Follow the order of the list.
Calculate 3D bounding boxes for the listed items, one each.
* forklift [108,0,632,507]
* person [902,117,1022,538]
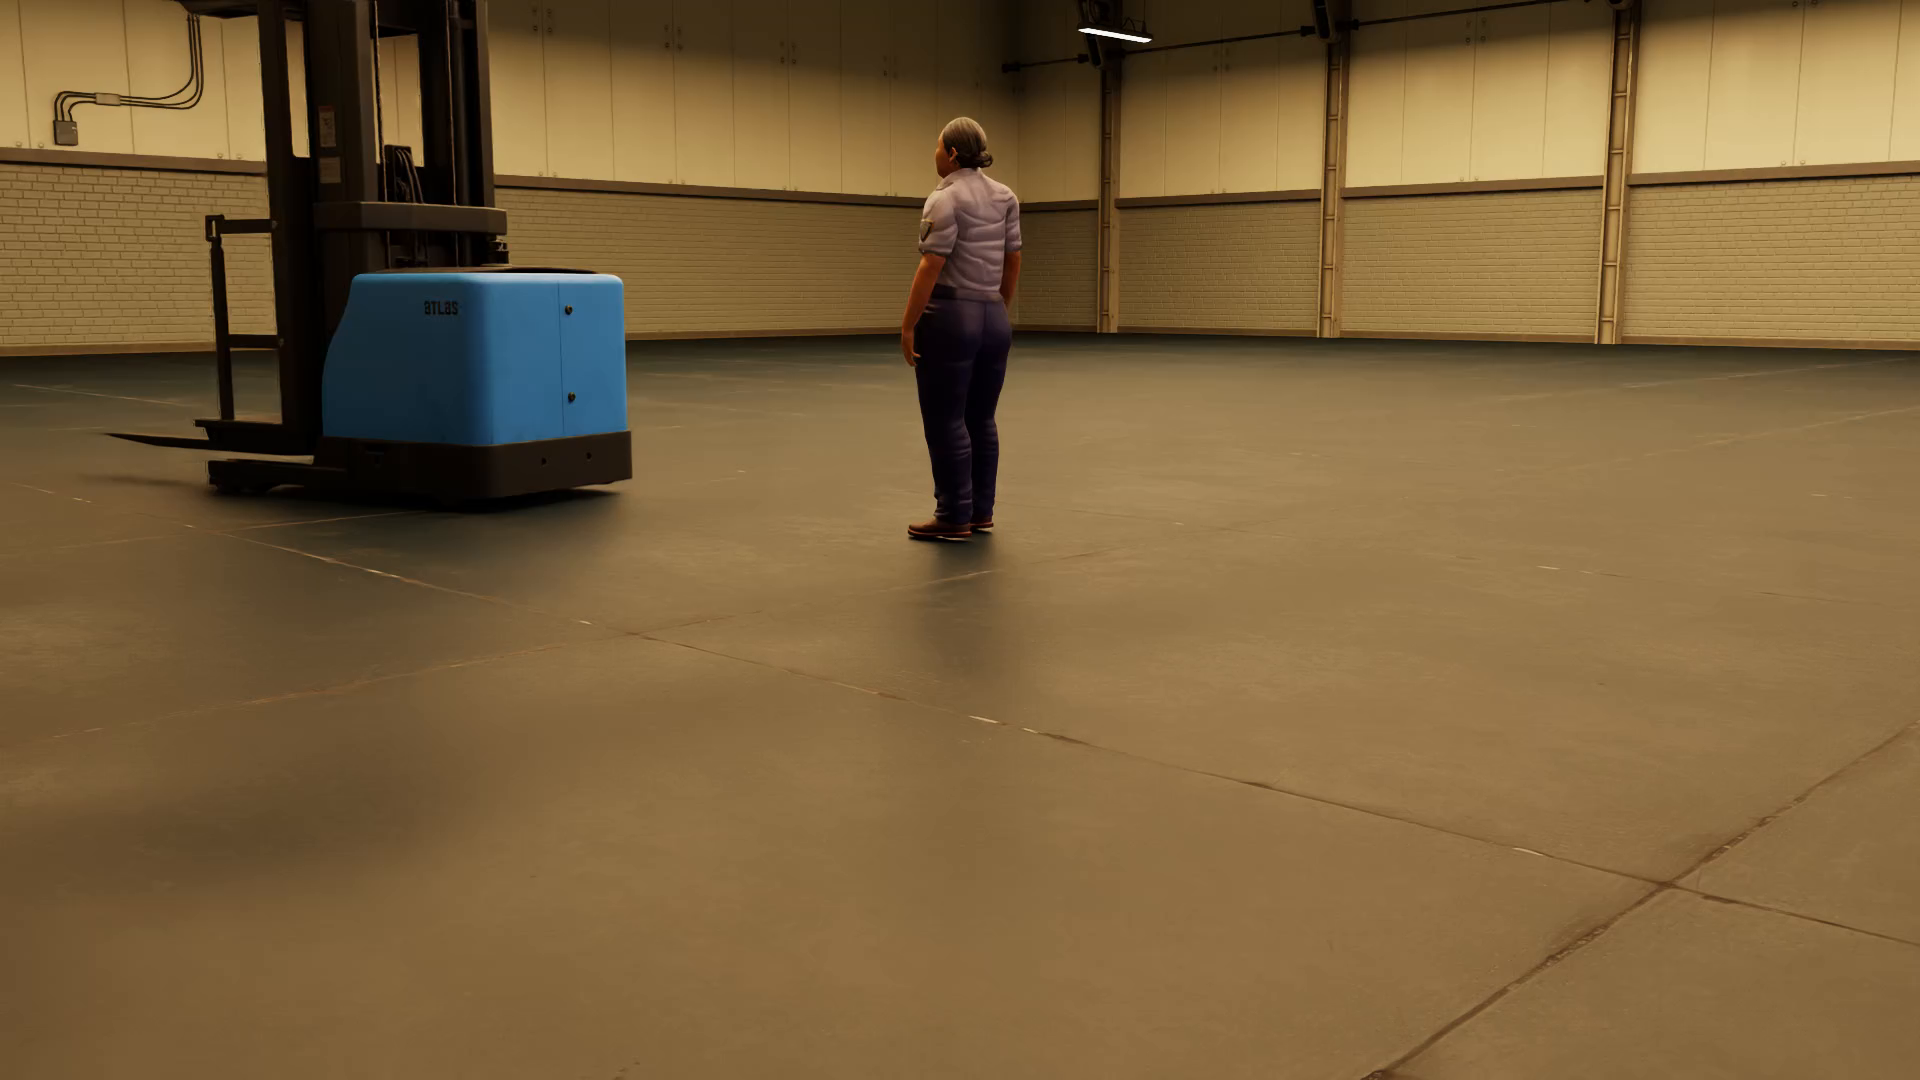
[{"bbox_3d":[-3.165,-1.736,8.402,3.031,2.935,1.130,5,10,30],"label":"forklift"},{"bbox_3d":[-0.048,-0.835,6.671,0.503,1.651,0.598,8,12,43],"label":"person"}]
